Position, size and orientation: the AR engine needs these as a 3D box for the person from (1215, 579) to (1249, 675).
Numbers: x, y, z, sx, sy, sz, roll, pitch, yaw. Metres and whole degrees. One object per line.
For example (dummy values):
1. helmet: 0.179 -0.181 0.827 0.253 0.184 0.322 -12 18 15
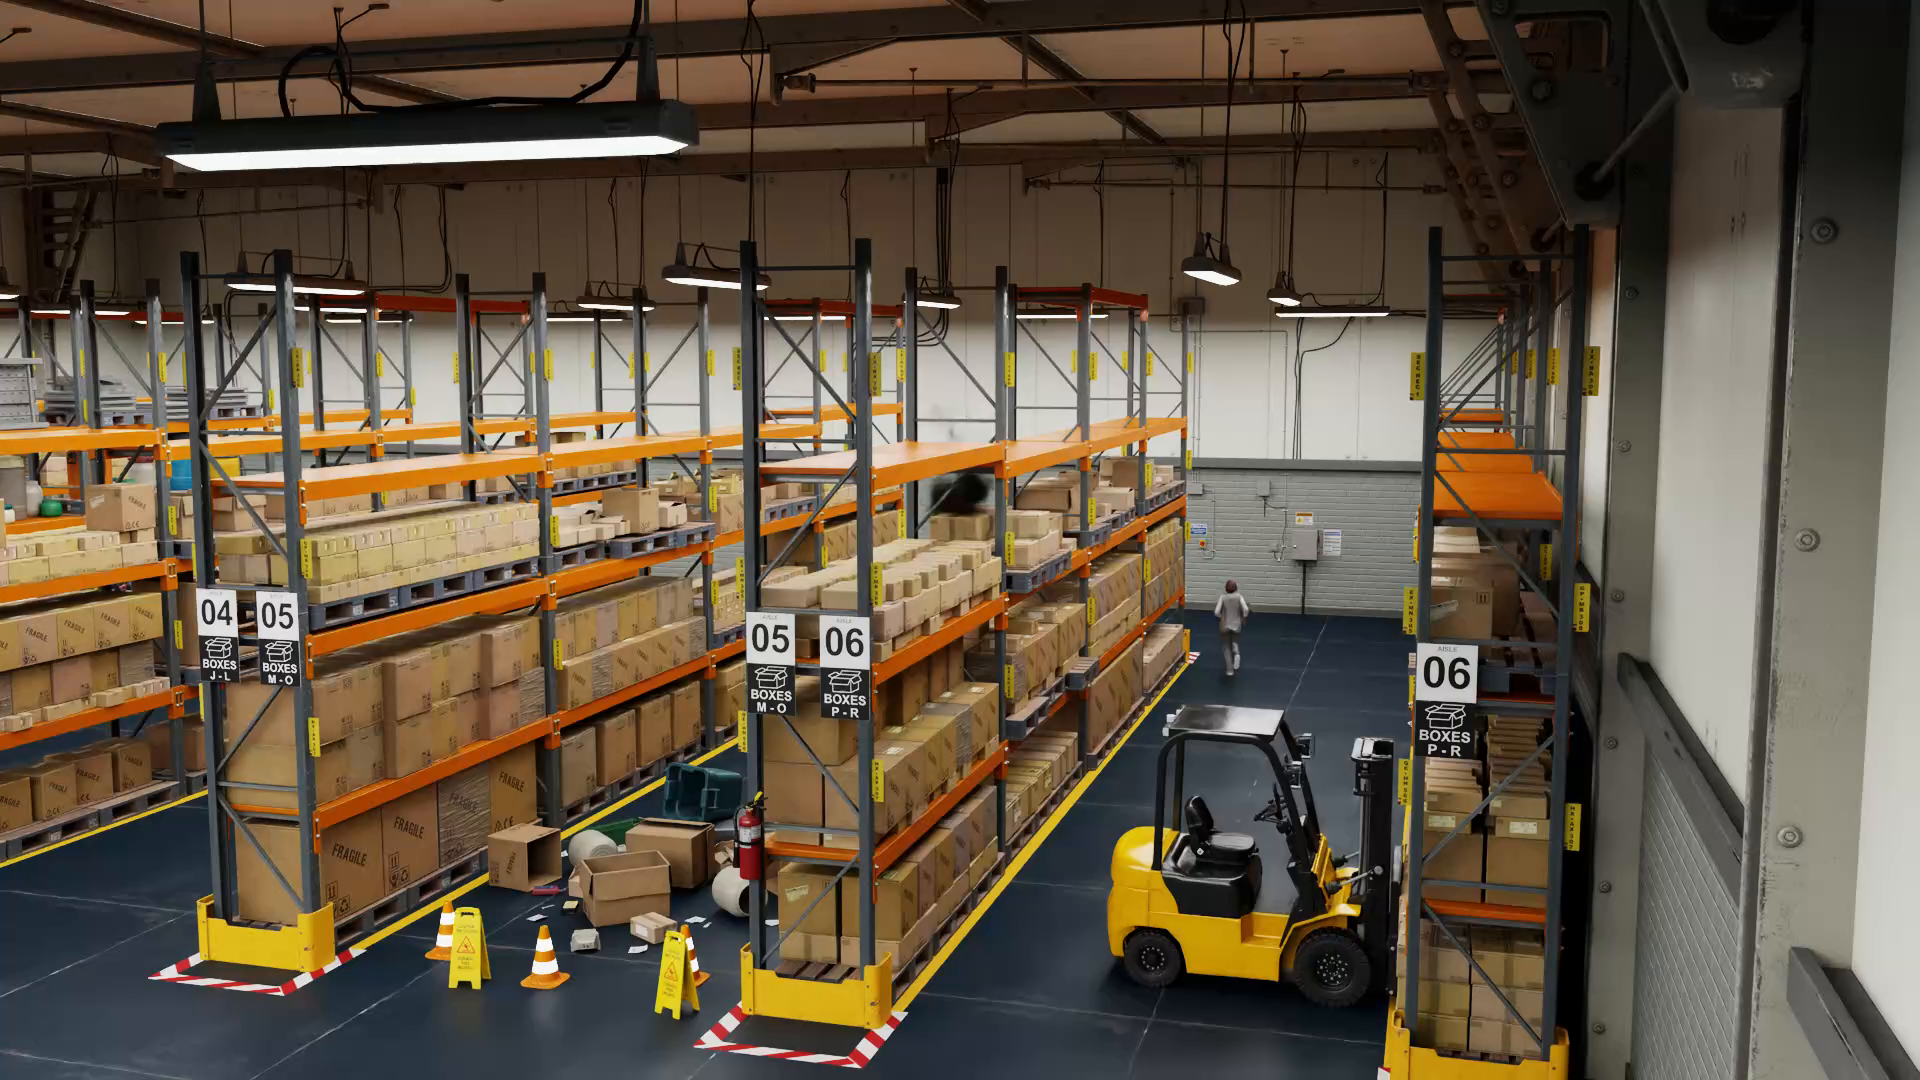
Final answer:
1. person: 4.370 1.401 26.801 0.533 1.557 0.541 0 6 2

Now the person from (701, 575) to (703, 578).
1. person: -4.035 1.340 26.937 0.588 1.670 0.931 2 7 20
